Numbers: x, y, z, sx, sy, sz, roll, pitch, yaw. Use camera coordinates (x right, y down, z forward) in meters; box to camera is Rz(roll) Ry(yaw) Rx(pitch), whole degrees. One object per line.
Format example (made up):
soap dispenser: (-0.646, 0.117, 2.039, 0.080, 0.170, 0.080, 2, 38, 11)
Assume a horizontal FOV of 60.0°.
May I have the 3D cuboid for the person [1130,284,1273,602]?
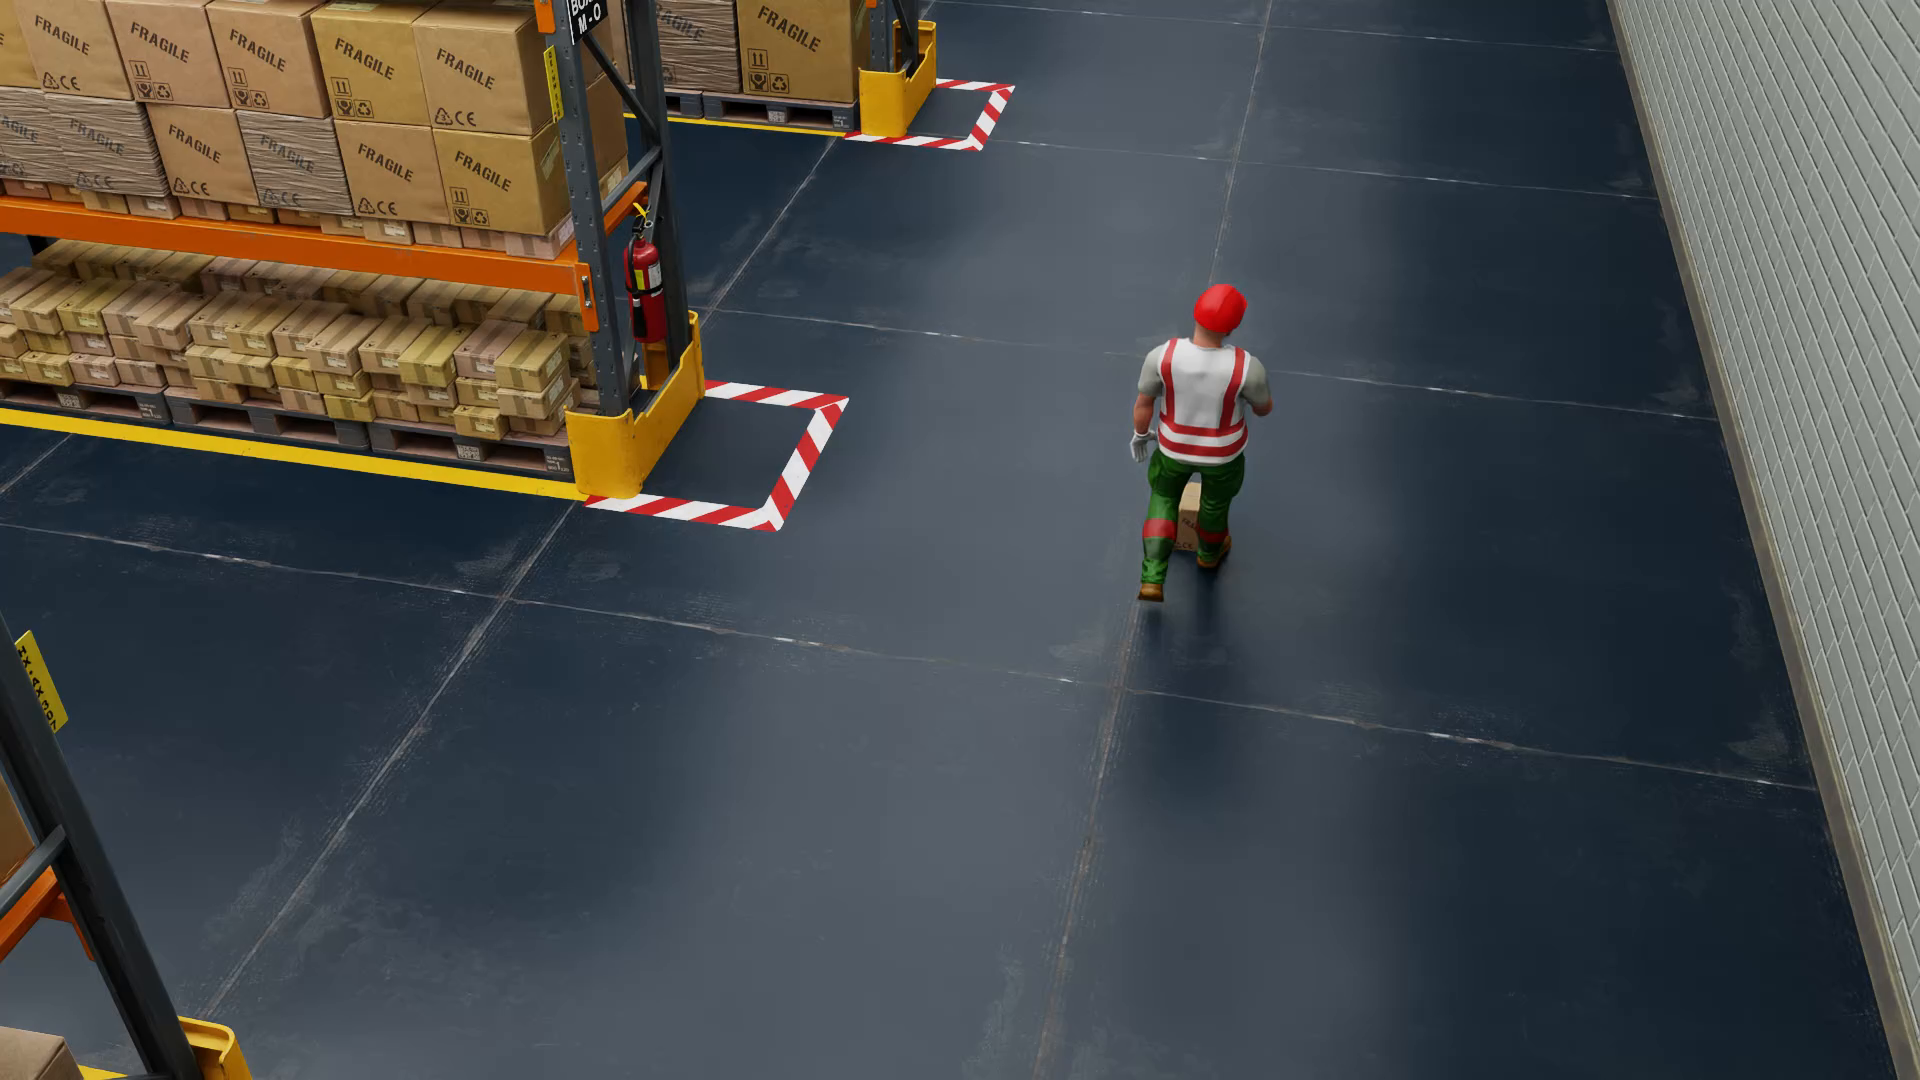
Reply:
person: (1.114, -0.496, 7.641, 0.619, 1.733, 0.848, 11, 38, 15)
